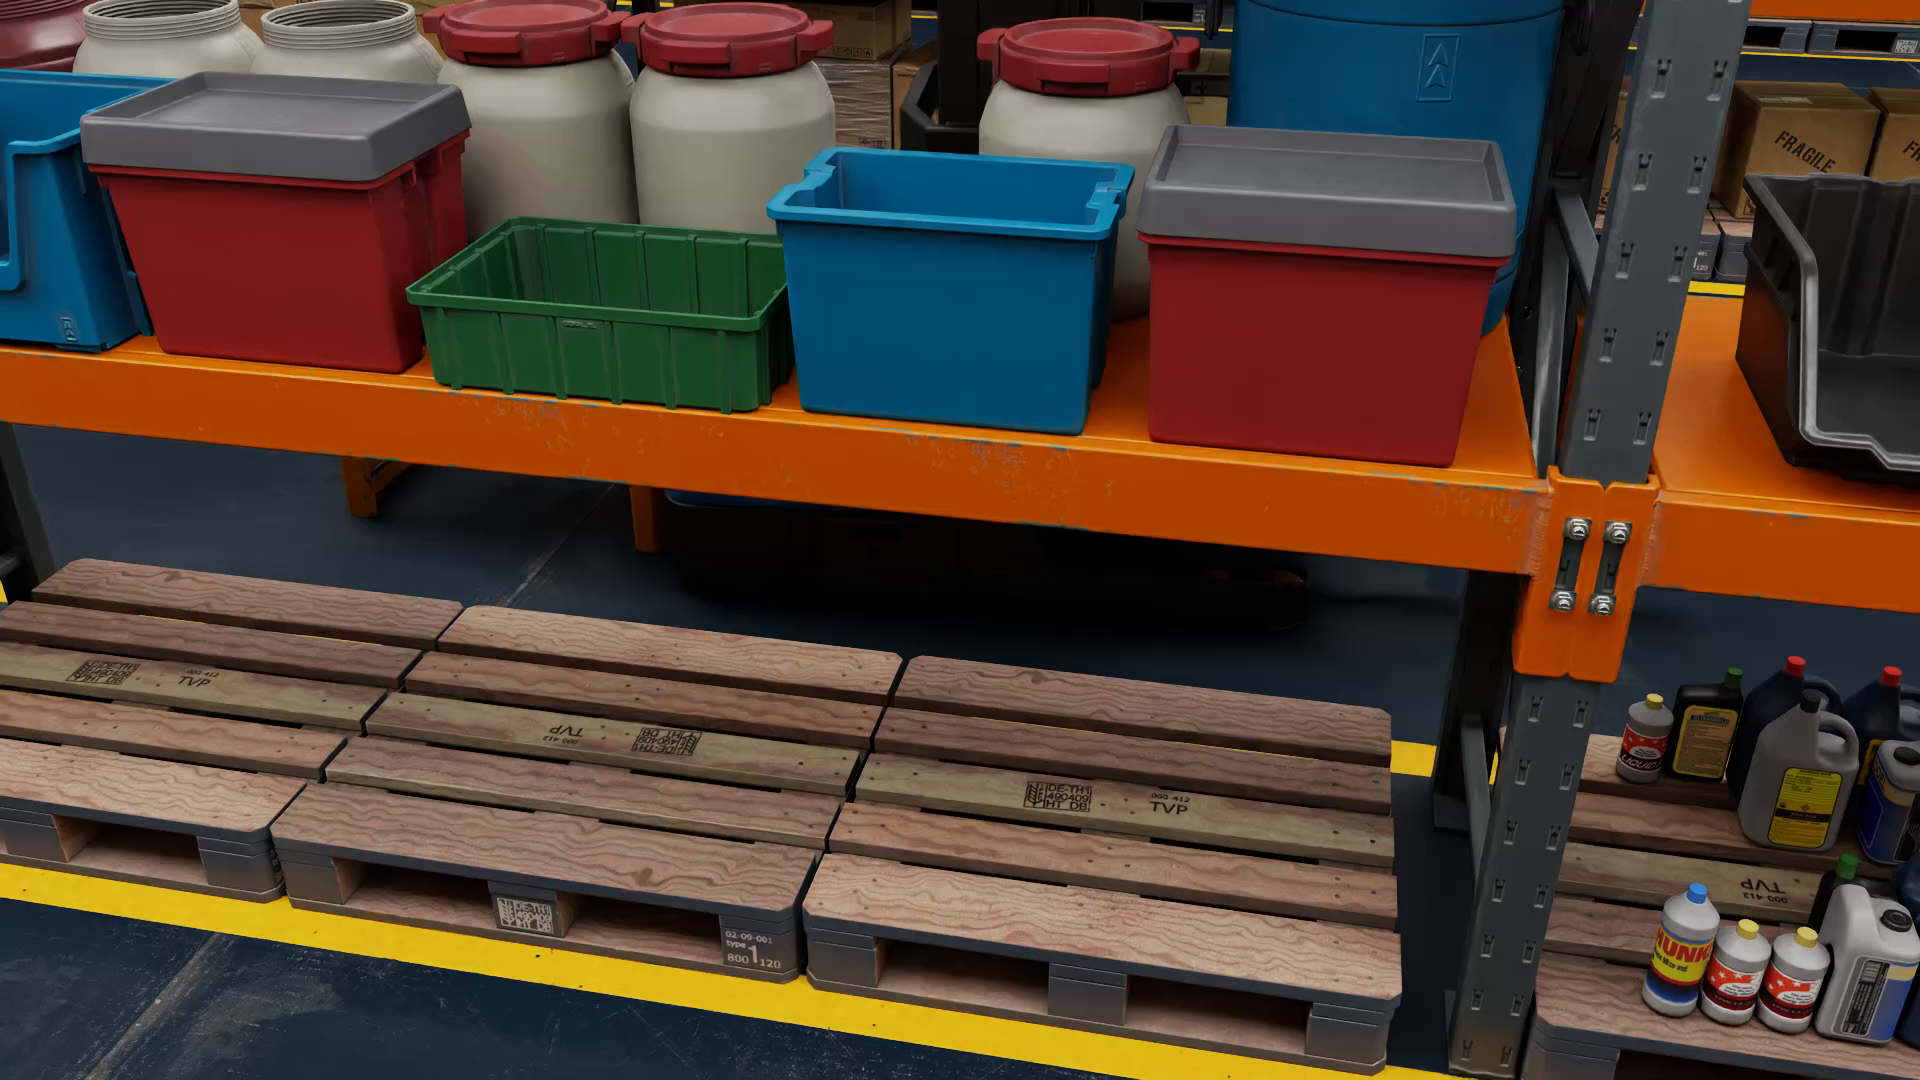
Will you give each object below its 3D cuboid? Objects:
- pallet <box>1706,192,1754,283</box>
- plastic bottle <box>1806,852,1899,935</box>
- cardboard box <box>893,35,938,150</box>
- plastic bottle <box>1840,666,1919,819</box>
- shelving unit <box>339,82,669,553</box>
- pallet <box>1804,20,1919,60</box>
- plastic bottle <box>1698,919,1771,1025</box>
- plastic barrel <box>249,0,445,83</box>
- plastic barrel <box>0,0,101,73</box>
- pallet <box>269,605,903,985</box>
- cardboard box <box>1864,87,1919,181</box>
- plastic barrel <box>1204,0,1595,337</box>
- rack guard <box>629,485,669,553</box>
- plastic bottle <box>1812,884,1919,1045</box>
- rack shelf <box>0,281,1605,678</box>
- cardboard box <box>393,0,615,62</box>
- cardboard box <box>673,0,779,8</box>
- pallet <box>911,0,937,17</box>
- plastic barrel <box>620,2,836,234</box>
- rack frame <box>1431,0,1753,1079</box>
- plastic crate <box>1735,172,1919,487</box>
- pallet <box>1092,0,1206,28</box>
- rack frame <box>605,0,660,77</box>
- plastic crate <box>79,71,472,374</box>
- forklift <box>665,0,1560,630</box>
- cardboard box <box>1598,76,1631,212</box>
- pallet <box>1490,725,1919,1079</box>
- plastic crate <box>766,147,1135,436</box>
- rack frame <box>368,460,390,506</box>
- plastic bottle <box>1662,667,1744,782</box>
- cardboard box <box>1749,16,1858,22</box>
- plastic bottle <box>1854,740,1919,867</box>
[{"bbox_3d":[4.033,-1.413,7.611,1.213,0.211,1.003,6,29,11],"label":"pallet"},{"bbox_3d":[1.701,0.724,3.175,0.133,0.283,0.061,6,29,11],"label":"plastic bottle"},{"bbox_3d":[0.021,-2.145,8.189,0.500,0.500,0.700,8,30,15],"label":"cardboard box"},{"bbox_3d":[2.015,0.435,3.632,0.185,0.351,0.144,4,29,8],"label":"plastic bottle"},{"bbox_3d":[-1.393,-0.813,5.173,1.083,1.500,0.587,7,29,12],"label":"shelving unit"},{"bbox_3d":[6.420,-3.547,11.509,1.213,0.211,1.003,6,29,11],"label":"pallet"},{"bbox_3d":[1.457,0.800,3.121,0.097,0.201,0.097,0,29,0],"label":"plastic bottle"},{"bbox_3d":[-1.311,-0.887,3.631,0.421,0.512,0.421,0,29,0],"label":"plastic barrel"},{"bbox_3d":[-2.257,-1.039,3.882,0.708,0.536,0.600,6,29,11],"label":"plastic barrel"},{"bbox_3d":[-0.835,0.559,4.009,1.213,0.211,1.003,6,29,11],"label":"pallet"},{"bbox_3d":[4.277,-1.681,7.362,0.500,0.500,0.500,9,30,15],"label":"cardboard box"},{"bbox_3d":[0.823,-0.883,3.218,0.708,0.901,0.600,6,29,11],"label":"plastic barrel"},{"bbox_3d":[-0.909,-0.209,5.371,0.087,0.250,0.587,7,29,12],"label":"rack guard"},{"bbox_3d":[1.680,0.777,3.086,0.135,0.276,0.152,7,29,12],"label":"plastic bottle"},{"bbox_3d":[-0.818,-0.367,3.546,4.000,0.370,1.077,6,29,11],"label":"rack shelf"},{"bbox_3d":[-2.410,-2.541,8.542,0.875,0.875,1.225,5,29,8],"label":"cardboard box"},{"bbox_3d":[-1.078,-2.582,8.206,0.500,0.250,0.500,7,29,13],"label":"cardboard box"},{"bbox_3d":[0.150,-4.191,12.685,1.213,0.211,1.003,6,29,11],"label":"pallet"},{"bbox_3d":[-0.470,-0.814,3.472,0.433,0.535,0.433,0,29,0],"label":"plastic barrel"},{"bbox_3d":[1.138,-0.482,3.007,0.127,3.000,1.000,6,29,11],"label":"rack frame"},{"bbox_3d":[1.623,-0.343,2.817,0.504,0.338,0.767,6,29,11],"label":"plastic crate"},{"bbox_3d":[1.340,-4.068,12.460,1.213,0.211,1.003,6,29,11],"label":"pallet"},{"bbox_3d":[-1.740,-3.209,7.989,0.127,3.000,1.000,6,29,11],"label":"rack frame"},{"bbox_3d":[-1.258,-0.606,3.166,0.583,0.464,0.402,6,29,11],"label":"plastic crate"},{"bbox_3d":[0.684,-1.297,4.566,3.031,2.935,1.130,3,29,5],"label":"forklift"},{"bbox_3d":[3.117,-1.783,7.549,0.500,0.500,0.500,16,32,26],"label":"cardboard box"},{"bbox_3d":[1.786,0.828,3.518,1.213,0.211,1.003,6,29,11],"label":"pallet"},{"bbox_3d":[-0.006,-0.440,2.946,0.575,0.384,0.392,6,29,11],"label":"plastic crate"},{"bbox_3d":[-1.879,-0.869,5.275,0.032,1.500,0.500,7,29,12],"label":"rack frame"},{"bbox_3d":[1.677,0.410,3.749,0.133,0.283,0.061,7,30,13],"label":"plastic bottle"},{"bbox_3d":[5.681,-4.103,11.396,0.875,0.875,0.875,5,29,10],"label":"cardboard box"},{"bbox_3d":[2.009,0.540,3.518,0.135,0.276,0.152,6,29,11],"label":"plastic bottle"}]
